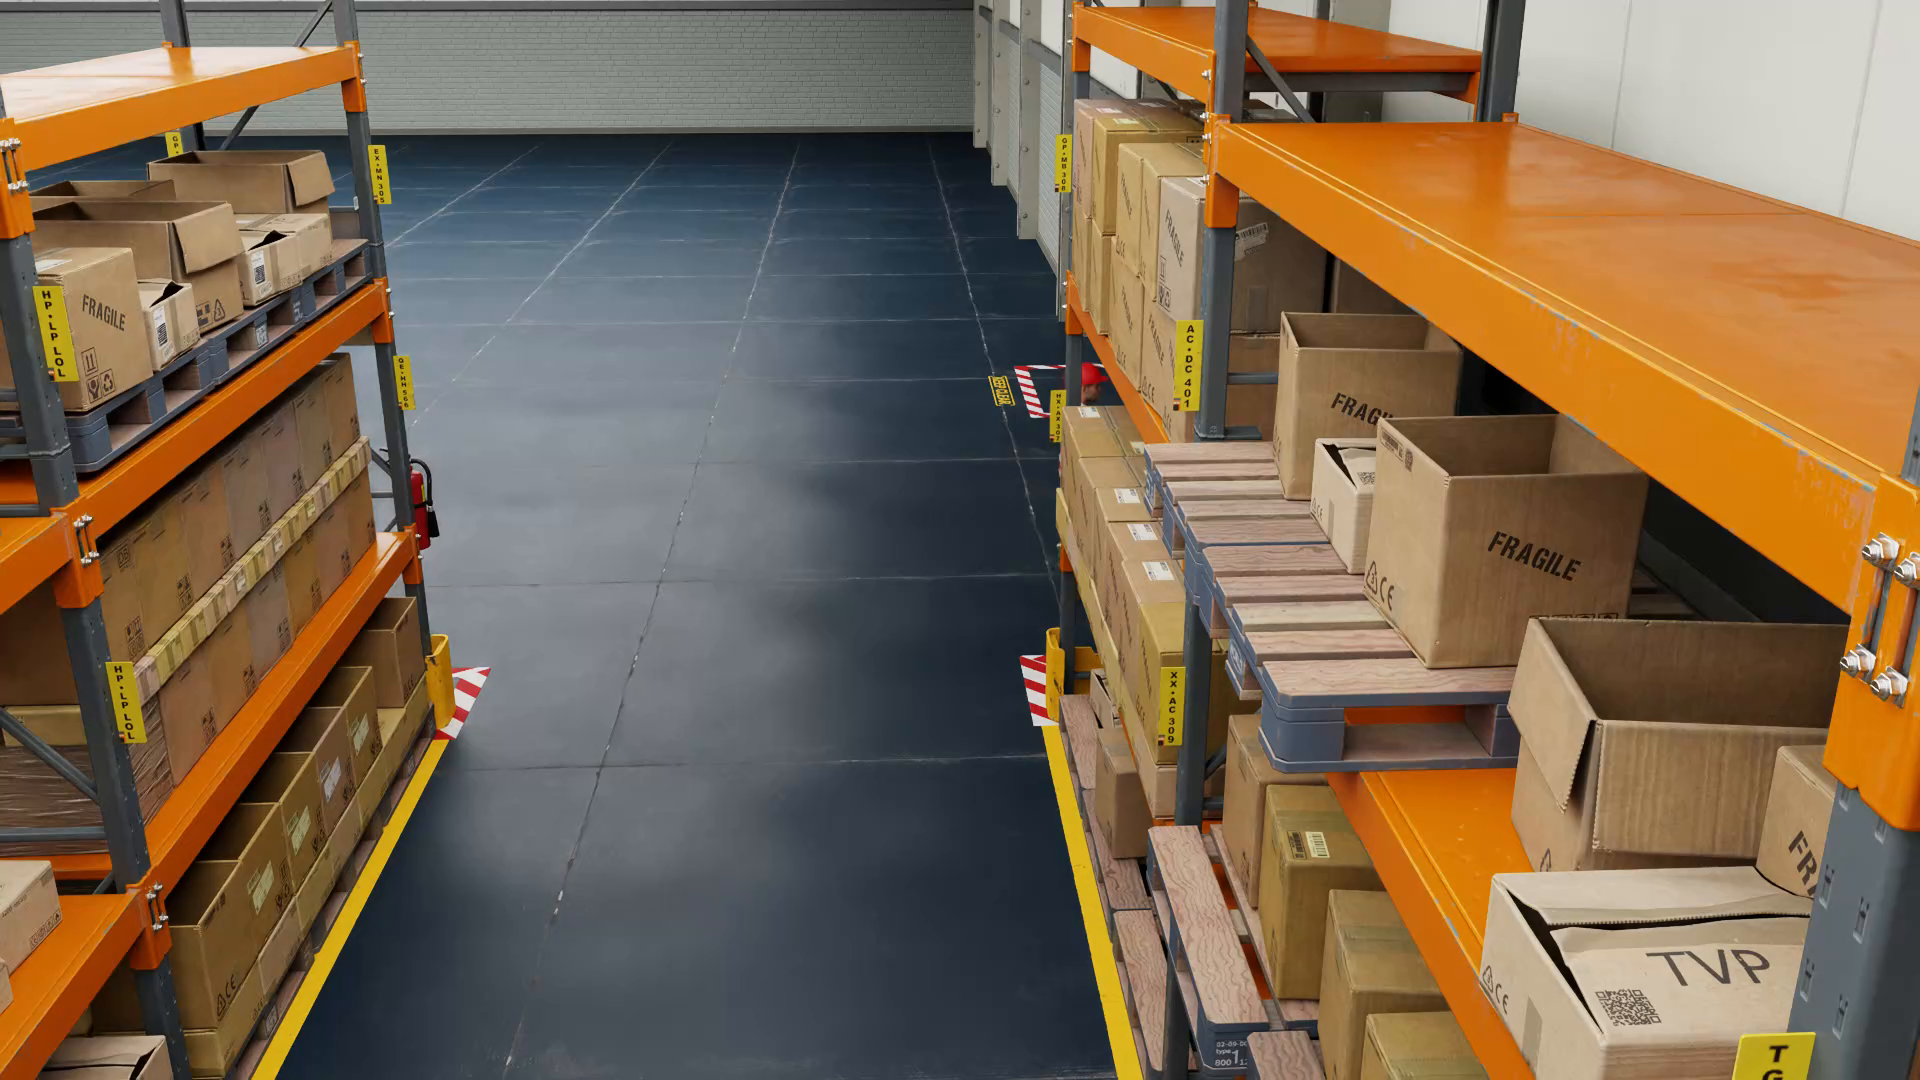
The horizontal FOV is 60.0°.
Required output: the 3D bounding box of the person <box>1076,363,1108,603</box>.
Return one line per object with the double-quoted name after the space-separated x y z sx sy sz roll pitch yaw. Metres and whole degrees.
0.920 -0.421 12.182 0.375 1.799 0.533 0 20 -1 "person"
